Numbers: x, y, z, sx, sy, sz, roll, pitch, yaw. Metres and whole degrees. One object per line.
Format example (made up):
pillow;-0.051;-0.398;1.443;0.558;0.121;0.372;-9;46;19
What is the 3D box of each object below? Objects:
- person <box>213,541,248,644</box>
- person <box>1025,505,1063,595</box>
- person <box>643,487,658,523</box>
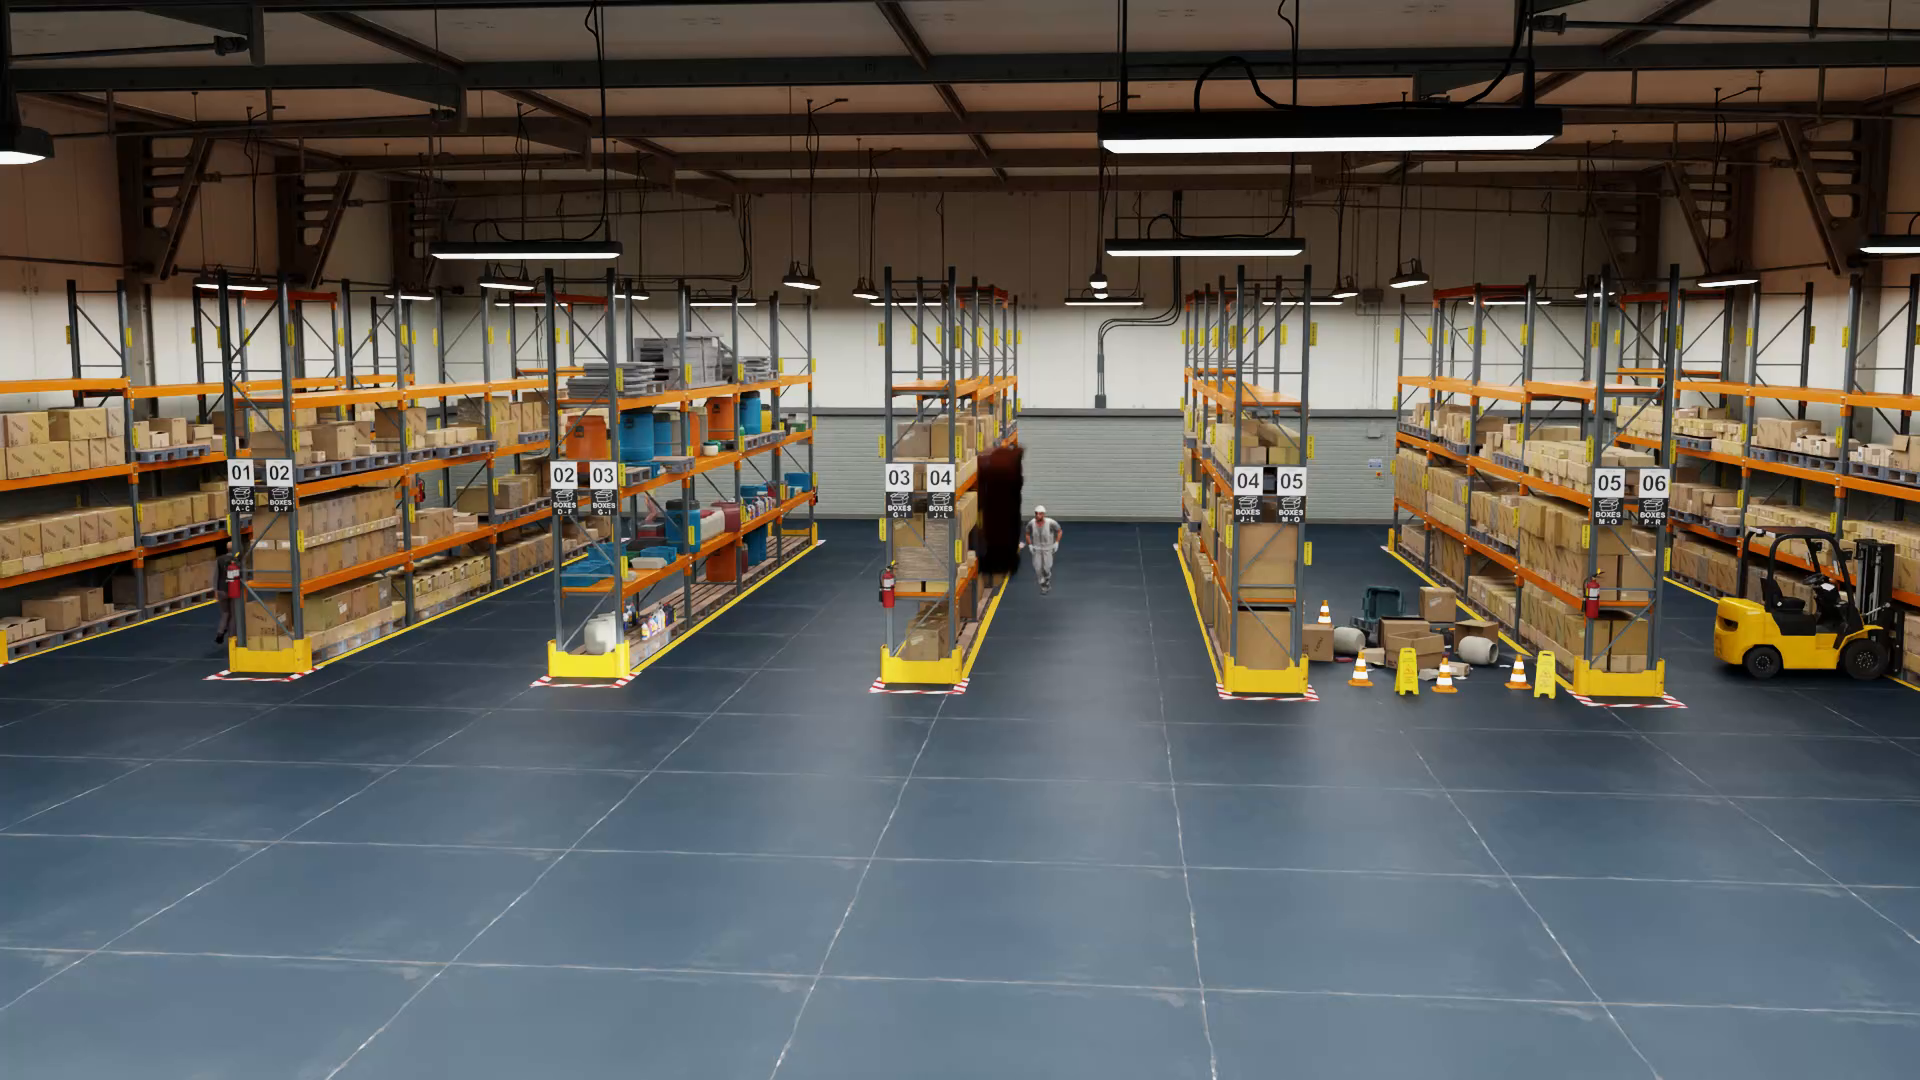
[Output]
person;-11.844;0.876;27.011;0.566;1.699;0.457;1;7;9
person;1.524;0.189;30.452;0.691;1.691;0.677;2;7;14
person;-7.932;-1.011;42.563;0.453;1.669;0.478;0;7;1
